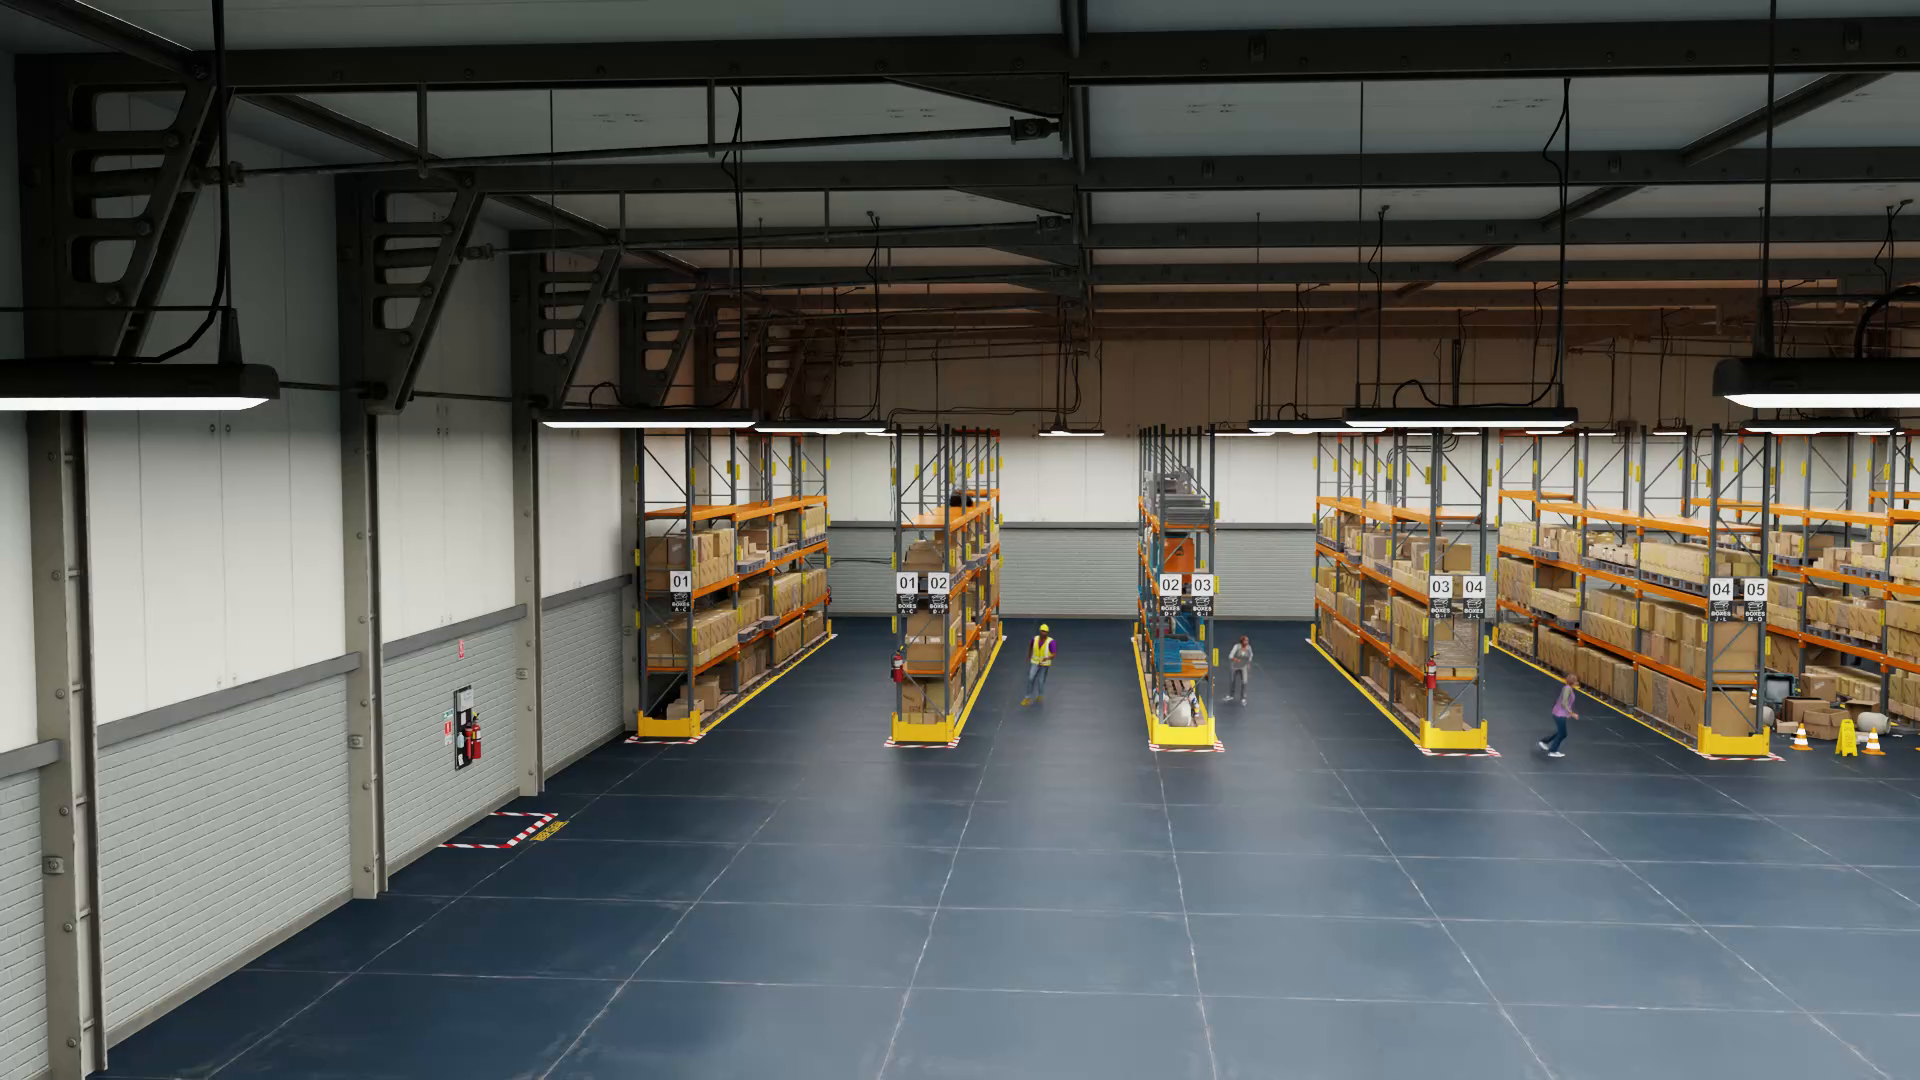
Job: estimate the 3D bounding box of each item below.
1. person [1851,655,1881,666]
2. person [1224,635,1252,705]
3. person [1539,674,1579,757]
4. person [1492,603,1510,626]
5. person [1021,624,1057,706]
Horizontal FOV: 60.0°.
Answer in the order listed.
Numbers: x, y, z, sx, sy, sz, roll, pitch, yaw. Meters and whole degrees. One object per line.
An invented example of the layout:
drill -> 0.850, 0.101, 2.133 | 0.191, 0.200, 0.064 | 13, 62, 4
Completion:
person -> 22.687, 2.410, 41.605 | 0.606, 1.545, 0.861 | -1, 4, -12
person -> 6.023, 2.794, 35.982 | 0.603, 1.532, 0.800 | 0, 4, 7
person -> 10.760, 3.152, 29.855 | 0.683, 1.507, 0.508 | 2, 4, 28
person -> 15.473, 2.037, 47.239 | 0.644, 1.719, 0.600 | -1, 4, -21
person -> 1.724, 2.666, 35.649 | 0.743, 1.736, 0.833 | 1, 4, 13
